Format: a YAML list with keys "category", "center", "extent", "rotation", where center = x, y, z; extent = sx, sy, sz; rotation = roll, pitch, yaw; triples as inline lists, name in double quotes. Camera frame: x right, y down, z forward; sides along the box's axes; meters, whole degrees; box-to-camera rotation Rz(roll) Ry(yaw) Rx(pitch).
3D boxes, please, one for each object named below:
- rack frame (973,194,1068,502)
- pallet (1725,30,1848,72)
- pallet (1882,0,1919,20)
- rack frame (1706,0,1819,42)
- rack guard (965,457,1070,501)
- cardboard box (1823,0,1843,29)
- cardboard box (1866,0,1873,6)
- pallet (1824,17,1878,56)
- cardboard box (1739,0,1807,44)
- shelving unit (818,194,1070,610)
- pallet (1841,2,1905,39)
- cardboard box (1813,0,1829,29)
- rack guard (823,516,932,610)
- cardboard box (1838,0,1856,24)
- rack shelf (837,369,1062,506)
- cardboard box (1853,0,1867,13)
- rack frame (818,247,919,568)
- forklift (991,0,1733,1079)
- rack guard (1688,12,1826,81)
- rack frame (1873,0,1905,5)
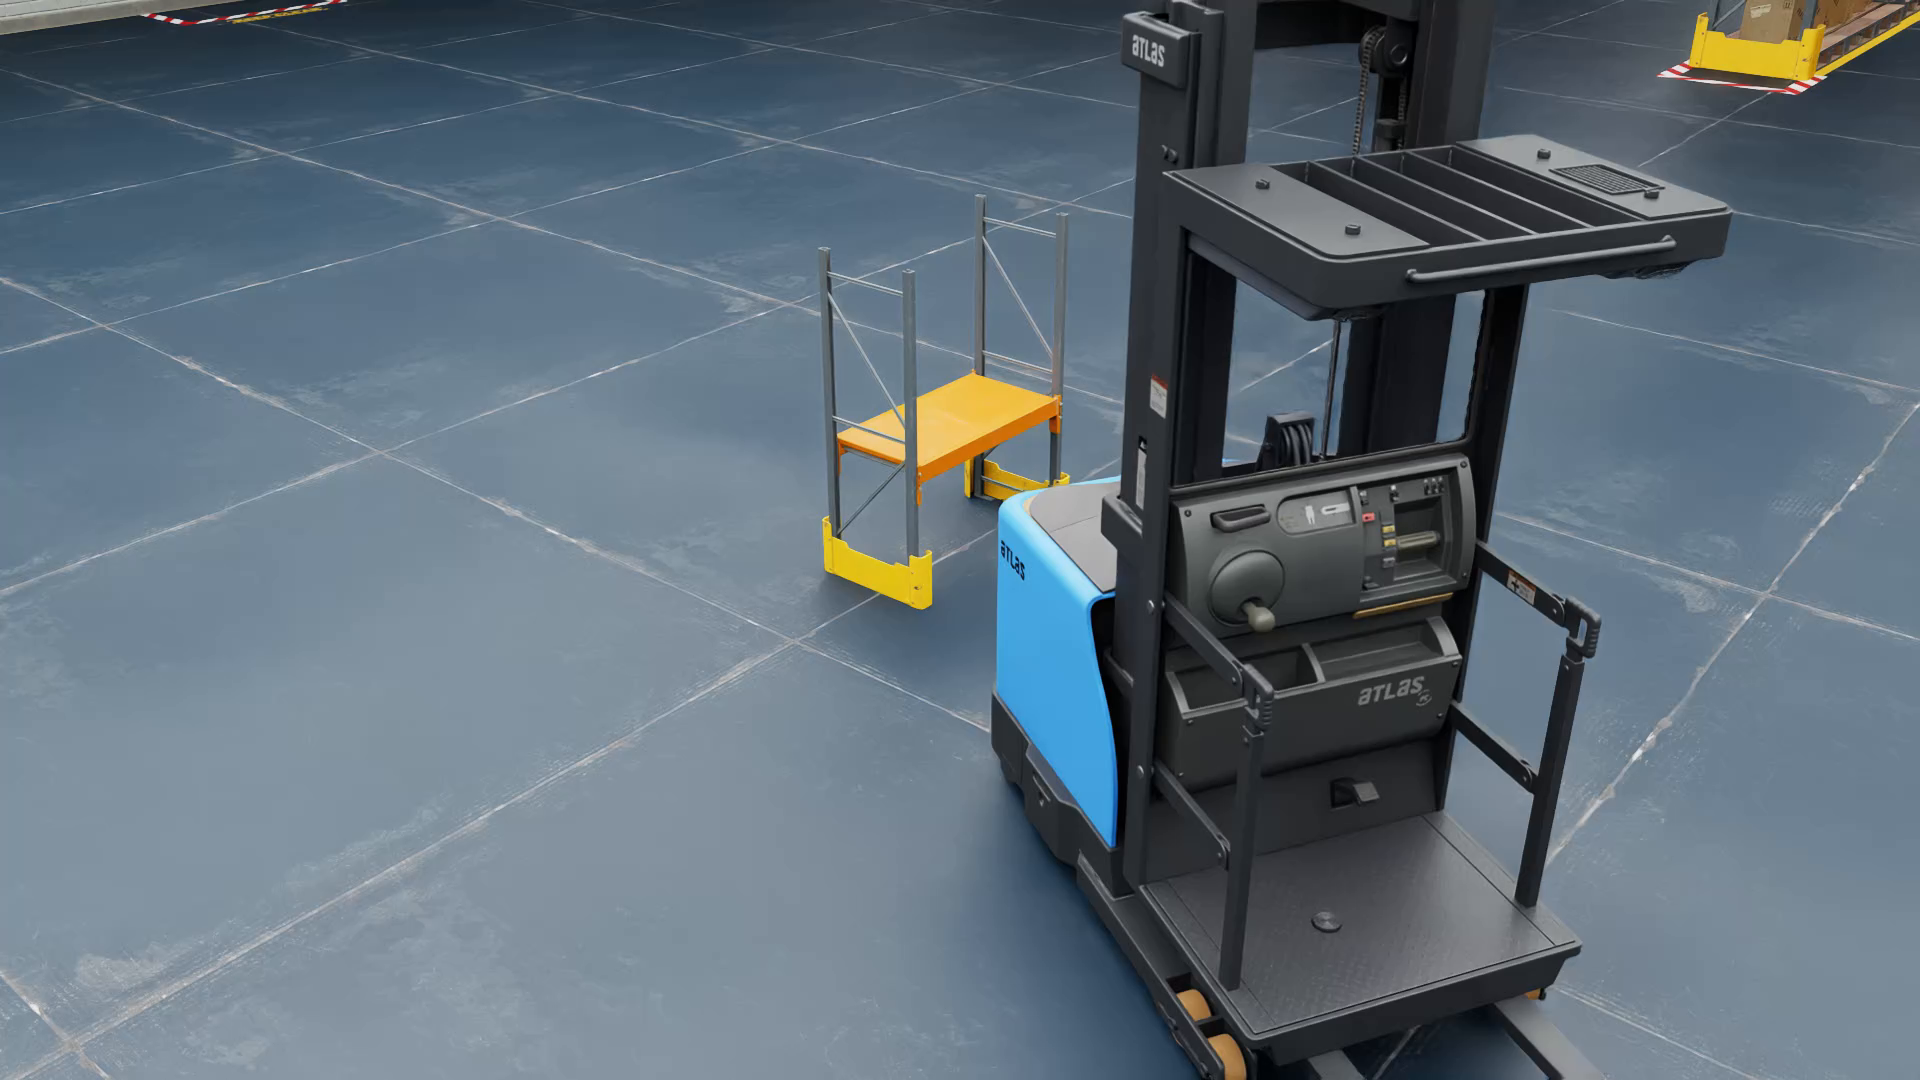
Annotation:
- category: "rack frame"
  center: [0.269, -0.816, 7.695]
  extent: [0.500, 1.500, 0.032]
  rotation: [21, 34, 34]
- category: "pallet"
  center: [8.645, -5.180, 17.533]
  extent: [1.003, 0.211, 1.213]
  rotation: [21, 34, 34]
- category: "pallet"
  center: [11.091, -6.570, 20.220]
  extent: [1.003, 0.211, 1.213]
  rotation: [21, 34, 34]
- category: "rack frame"
  center: [8.053, -6.113, 16.303]
  extent: [1.000, 3.000, 0.127]
  rotation: [21, 34, 34]
- category: "rack guard"
  center: [0.268, -0.261, 7.982]
  extent: [0.587, 0.250, 0.087]
  rotation: [21, 34, 34]
- category: "cardboard box"
  center: [9.230, -5.845, 18.047]
  extent: [0.500, 0.500, 0.500]
  rotation: [25, 36, 39]
- category: "cardboard box"
  center: [10.312, -6.478, 19.271]
  extent: [0.500, 0.500, 0.500]
  rotation: [20, 33, 33]
- category: "pallet"
  center: [9.421, -5.610, 18.365]
  extent: [1.003, 0.211, 1.213]
  rotation: [21, 34, 34]
- category: "cardboard box"
  center: [8.463, -5.406, 17.199]
  extent: [0.500, 0.500, 0.500]
  rotation: [-21, 34, -35]
- category: "shelving unit"
  center: [-0.048, -0.639, 7.353]
  extent: [0.587, 1.500, 1.083]
  rotation: [21, 34, 34]
- category: "pallet"
  center: [10.197, -6.045, 19.205]
  extent: [1.003, 0.211, 1.213]
  rotation: [21, 34, 34]
- category: "cardboard box"
  center: [8.817, -5.628, 17.628]
  extent: [0.500, 0.500, 0.500]
  rotation: [-18, 32, -31]
- category: "rack guard"
  center: [-0.365, 0.093, 7.299]
  extent: [0.587, 0.250, 0.087]
  rotation: [21, 34, 34]
- category: "cardboard box"
  center: [9.619, -6.029, 18.404]
  extent: [0.500, 0.500, 0.500]
  rotation: [17, 32, 30]
- category: "rack shelf"
  center: [-0.054, -0.476, 7.430]
  extent: [0.538, 0.185, 1.000]
  rotation: [21, 34, 34]
- category: "cardboard box"
  center: [9.953, -6.273, 18.874]
  extent: [0.500, 0.500, 0.500]
  rotation: [-16, 31, -28]
- category: "rack frame"
  center: [-0.378, -0.456, 6.999]
  extent: [0.500, 1.500, 0.032]
  rotation: [21, 34, 34]
- category: "forklift"
  center: [1.110, 0.051, 4.461]
  extent: [1.130, 2.935, 3.031]
  rotation: [-10, 29, -18]
- category: "rack guard"
  center: [8.101, -5.030, 16.929]
  extent: [1.175, 0.500, 0.348]
  rotation: [21, 34, 34]
- category: "rack frame"
  center: [10.597, -7.532, 19.044]
  extent: [1.000, 3.000, 0.127]
  rotation: [21, 34, 34]
